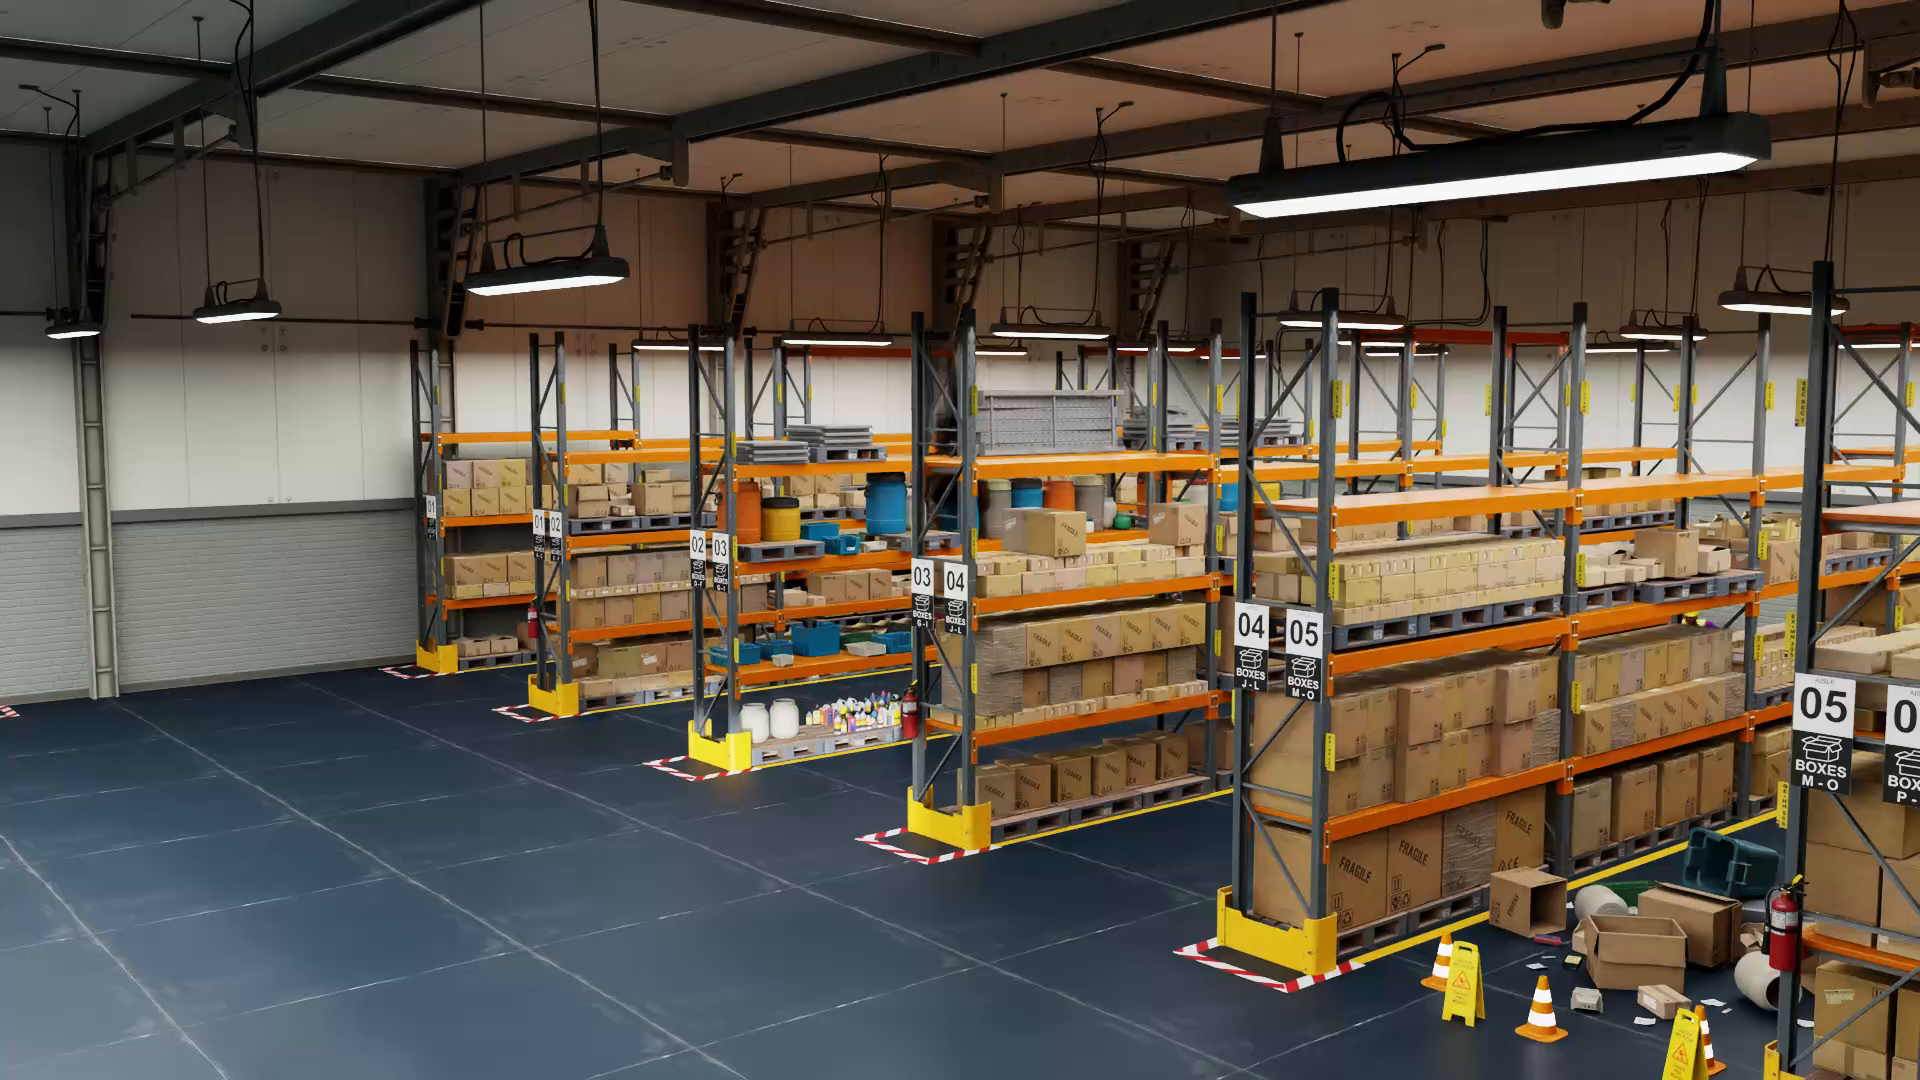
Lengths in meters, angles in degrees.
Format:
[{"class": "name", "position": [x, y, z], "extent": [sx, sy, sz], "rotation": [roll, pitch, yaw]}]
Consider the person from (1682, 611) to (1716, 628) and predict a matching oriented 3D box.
[{"class": "person", "position": [11.796, 1.879, 26.639], "extent": [0.725, 1.713, 1.035], "rotation": [4, 7, 36]}]

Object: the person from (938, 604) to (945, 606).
[{"class": "person", "position": [-0.196, 1.167, 33.867], "extent": [0.792, 1.776, 0.684], "rotation": [-5, 7, -41]}]

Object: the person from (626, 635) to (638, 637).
[{"class": "person", "position": [-5.720, 1.556, 29.136], "extent": [0.652, 1.825, 0.905], "rotation": [5, 7, 44]}]
